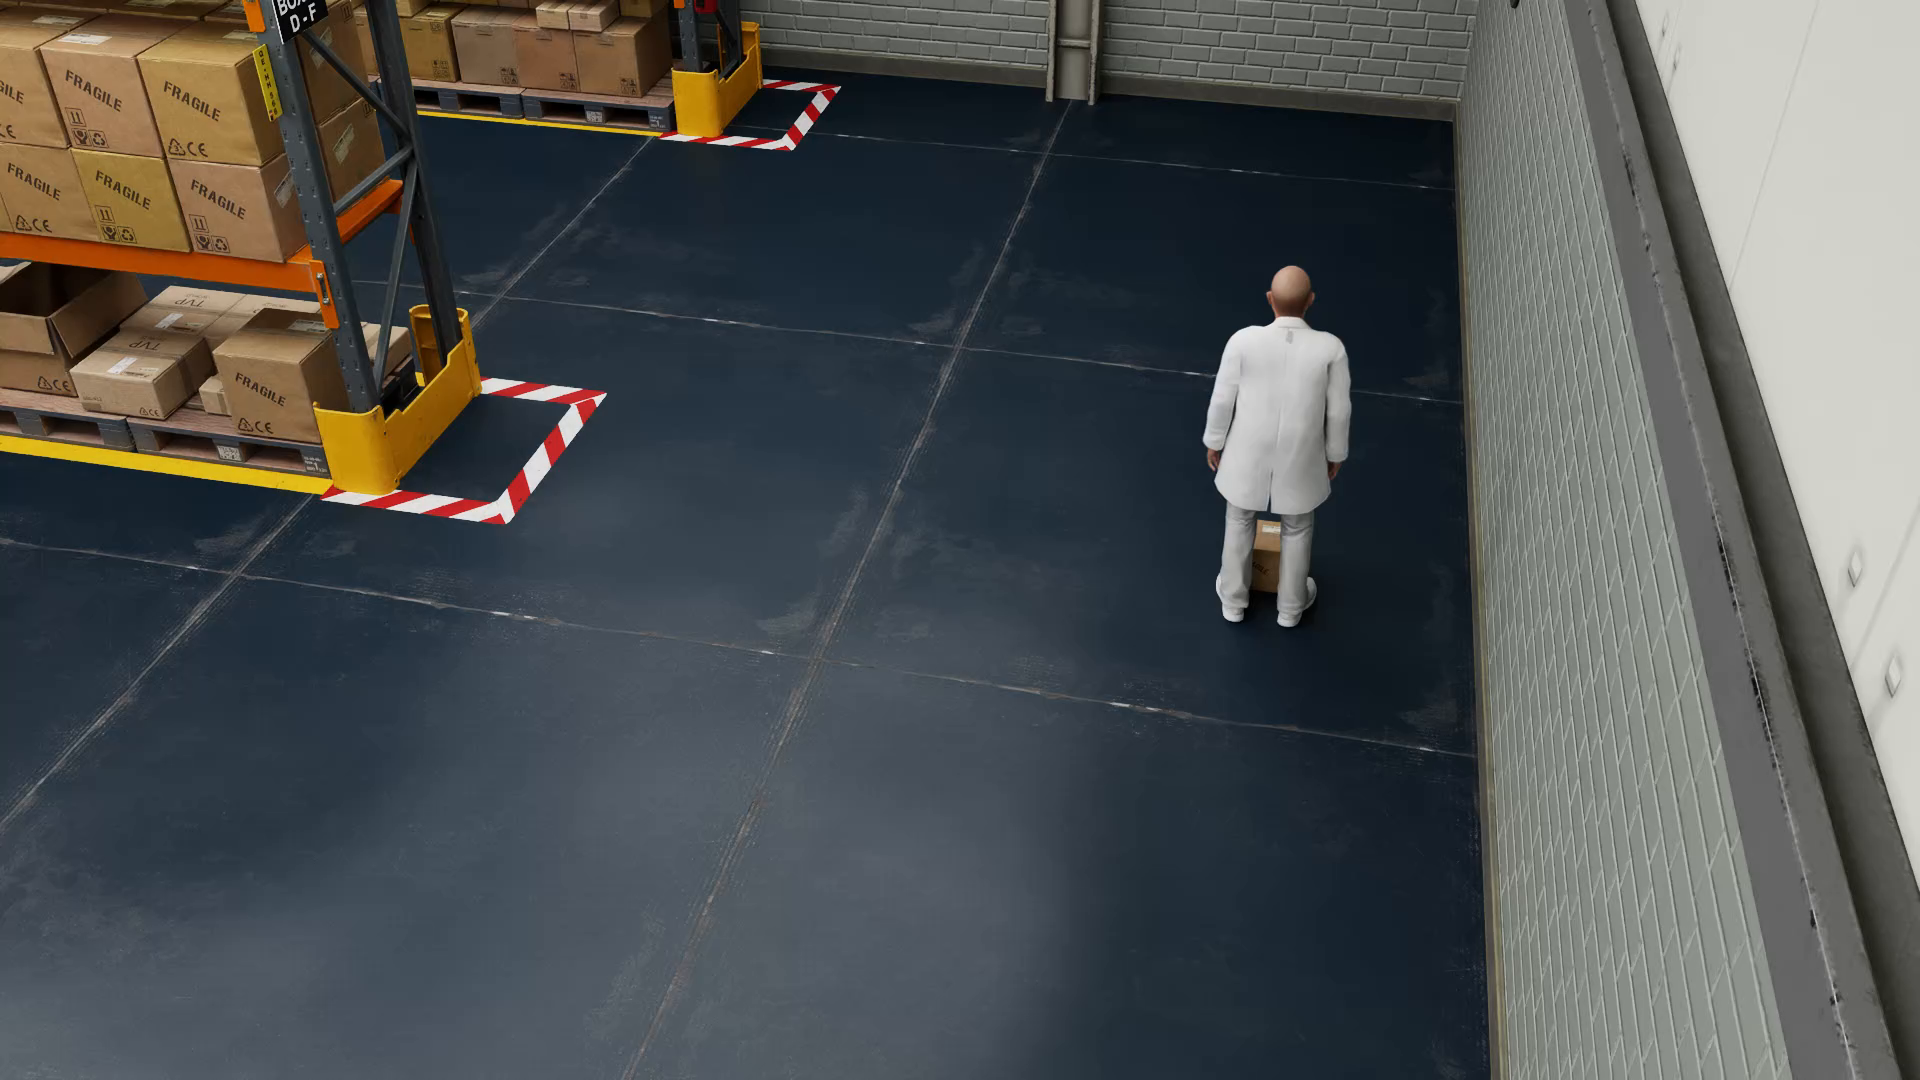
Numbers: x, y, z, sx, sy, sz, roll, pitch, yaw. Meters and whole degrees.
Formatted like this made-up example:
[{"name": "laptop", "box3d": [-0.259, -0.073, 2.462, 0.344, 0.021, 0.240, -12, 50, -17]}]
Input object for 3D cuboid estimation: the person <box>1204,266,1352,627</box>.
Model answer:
[{"name": "person", "box3d": [1.425, -0.400, 7.529, 0.649, 1.774, 0.417, 7, 37, 9]}]
